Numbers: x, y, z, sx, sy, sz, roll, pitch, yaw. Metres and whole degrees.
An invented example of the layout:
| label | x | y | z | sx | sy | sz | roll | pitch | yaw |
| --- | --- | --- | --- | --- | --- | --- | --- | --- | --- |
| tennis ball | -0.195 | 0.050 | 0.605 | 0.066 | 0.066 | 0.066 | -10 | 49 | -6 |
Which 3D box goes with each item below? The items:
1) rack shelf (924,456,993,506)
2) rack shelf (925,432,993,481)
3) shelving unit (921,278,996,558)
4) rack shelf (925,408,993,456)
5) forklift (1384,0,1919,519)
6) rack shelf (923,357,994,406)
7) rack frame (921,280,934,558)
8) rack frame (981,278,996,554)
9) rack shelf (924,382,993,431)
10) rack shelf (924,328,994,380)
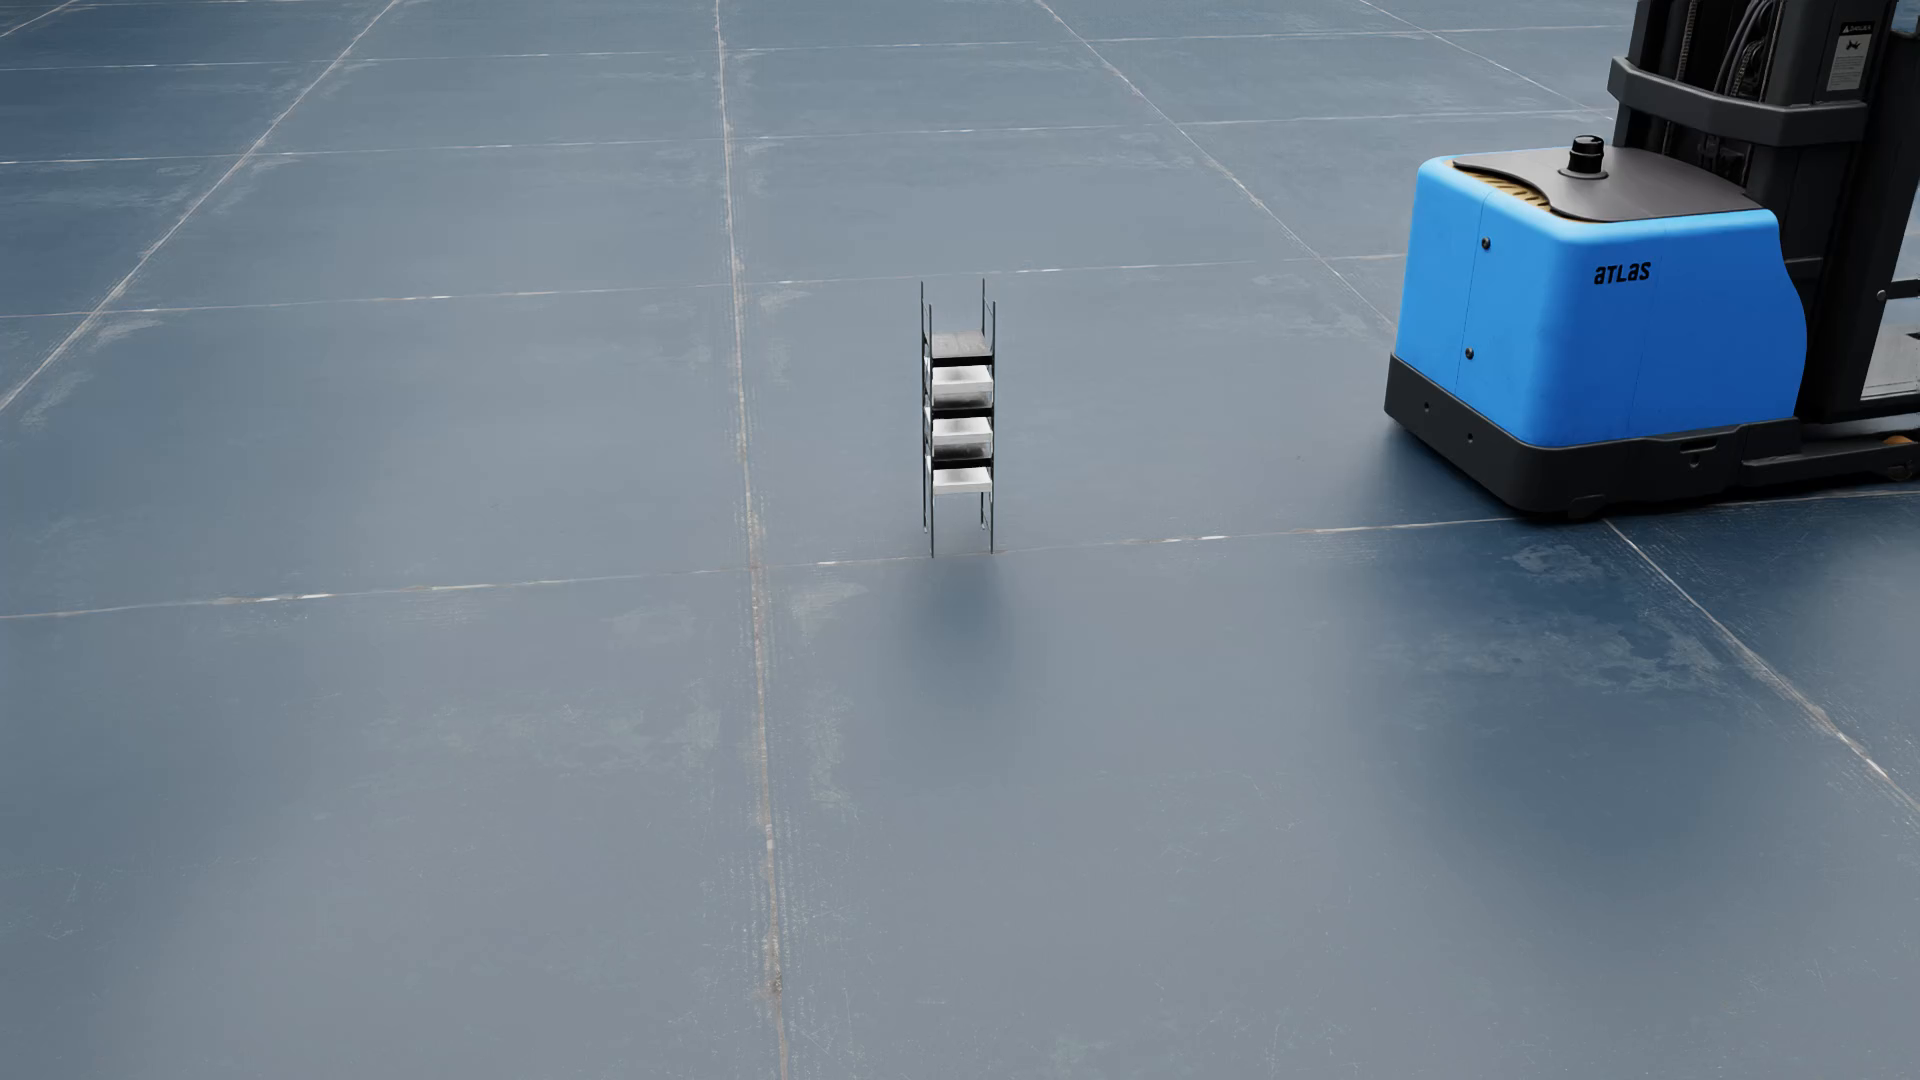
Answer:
| label | x | y | z | sx | sy | sz | roll | pitch | yaw |
| --- | --- | --- | --- | --- | --- | --- | --- | --- | --- |
| rack shelf | -0.008 | -0.210 | 5.641 | 0.200 | 0.077 | 0.258 | -4 | 27 | -7 |
| rack shelf | -0.008 | -0.290 | 5.600 | 0.200 | 0.077 | 0.258 | -4 | 27 | -7 |
| shelving unit | -0.008 | -0.400 | 5.544 | 0.210 | 0.900 | 0.258 | -4 | 27 | -7 |
| rack shelf | -0.008 | -0.370 | 5.559 | 0.200 | 0.077 | 0.258 | -4 | 27 | -7 |
| forklift | 3.256 | -1.746 | 5.942 | 3.031 | 2.935 | 1.130 | -8 | 28 | -14 |
| rack shelf | -0.008 | -0.530 | 5.477 | 0.200 | 0.077 | 0.258 | -4 | 27 | -7 |
| rack frame | -0.109 | -0.393 | 5.531 | 0.006 | 0.900 | 0.240 | -4 | 27 | -7 |
| rack frame | 0.093 | -0.406 | 5.556 | 0.006 | 0.900 | 0.240 | -4 | 27 | -7 |
| rack shelf | -0.008 | -0.450 | 5.518 | 0.200 | 0.077 | 0.258 | -4 | 27 | -7 |
| rack shelf | -0.008 | -0.610 | 5.436 | 0.200 | 0.077 | 0.258 | -4 | 27 | -7 |
